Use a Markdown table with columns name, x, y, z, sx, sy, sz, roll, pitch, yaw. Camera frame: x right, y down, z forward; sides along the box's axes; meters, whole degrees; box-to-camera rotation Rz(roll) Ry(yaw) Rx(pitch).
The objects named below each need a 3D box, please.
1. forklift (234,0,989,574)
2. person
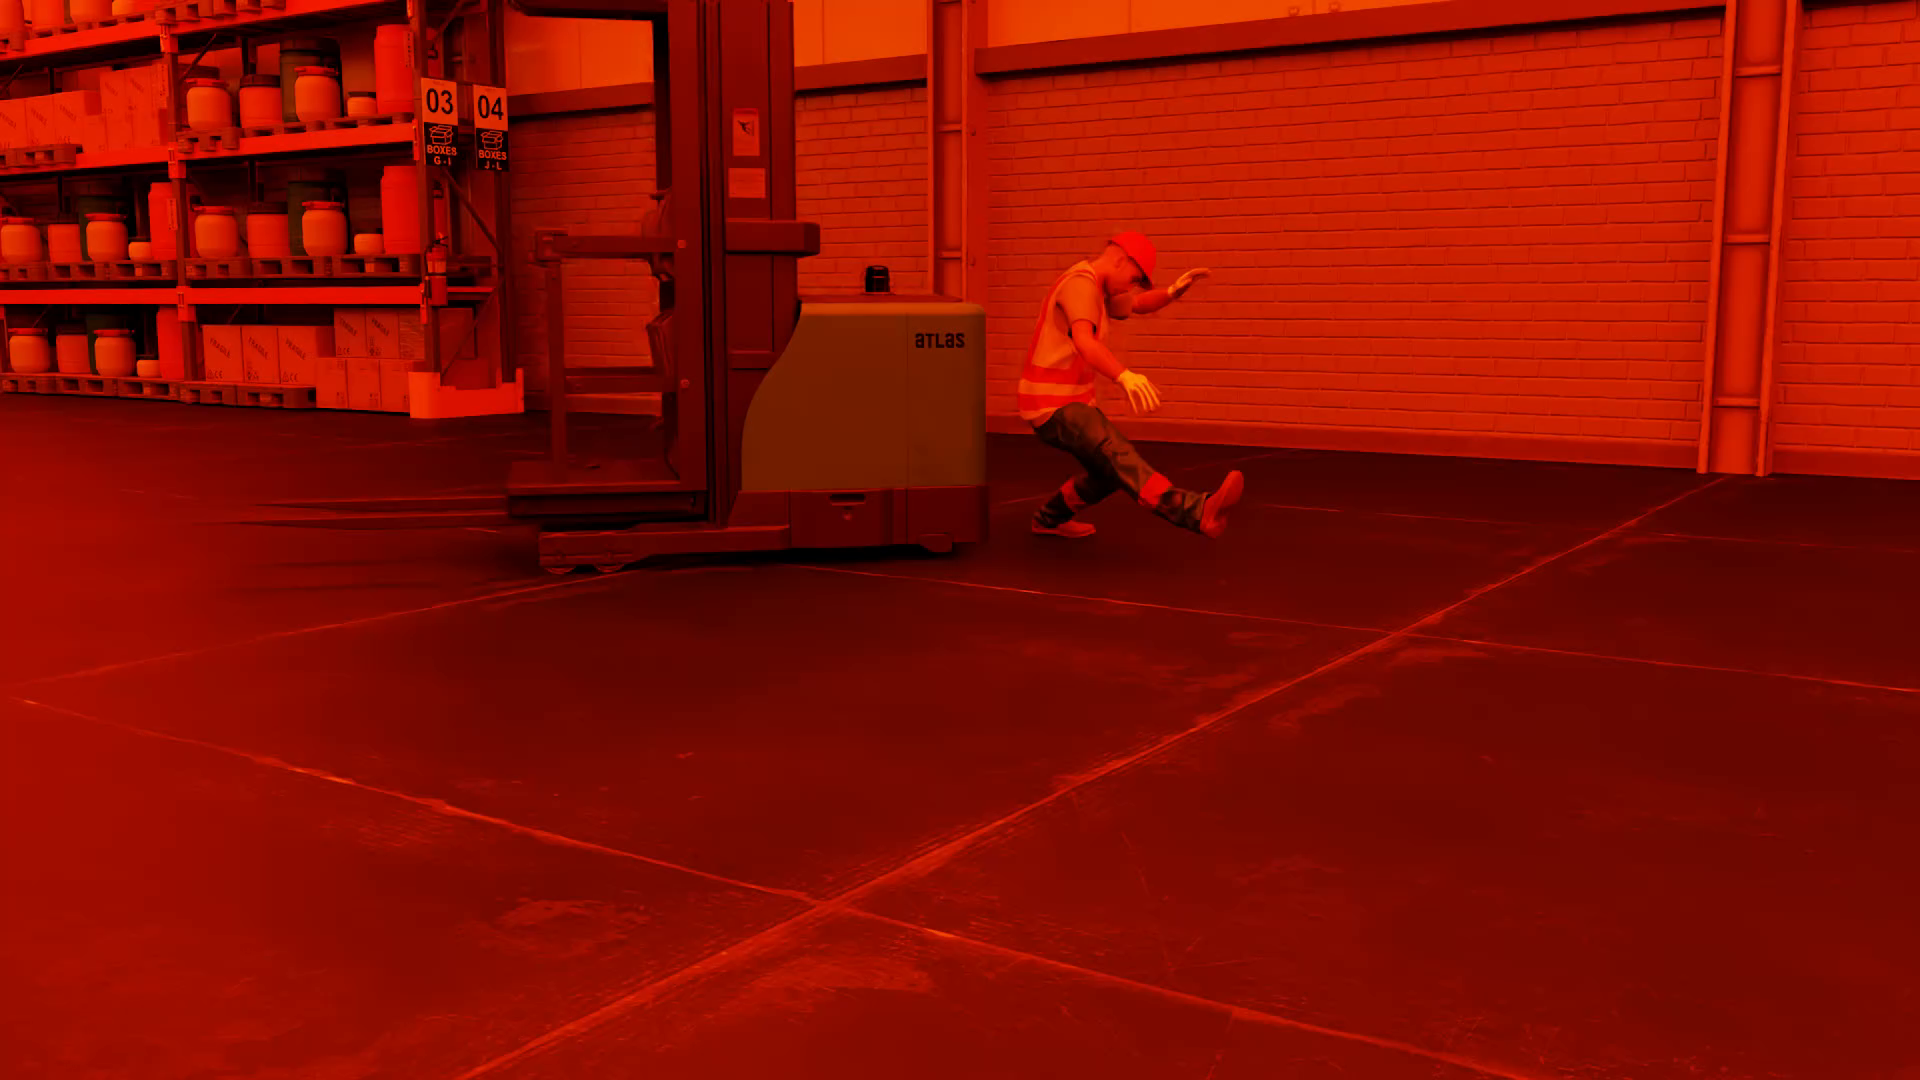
| name | x | y | z | sx | sy | sz | roll | pitch | yaw |
| --- | --- | --- | --- | --- | --- | --- | --- | --- | --- |
| forklift | -1.449 | -1.396 | 7.008 | 3.031 | 2.935 | 1.130 | -2 | 8 | -13 |
| person | 0.725 | -0.616 | 7.097 | 1.130 | 1.389 | 1.059 | 3 | 9 | 19 |
